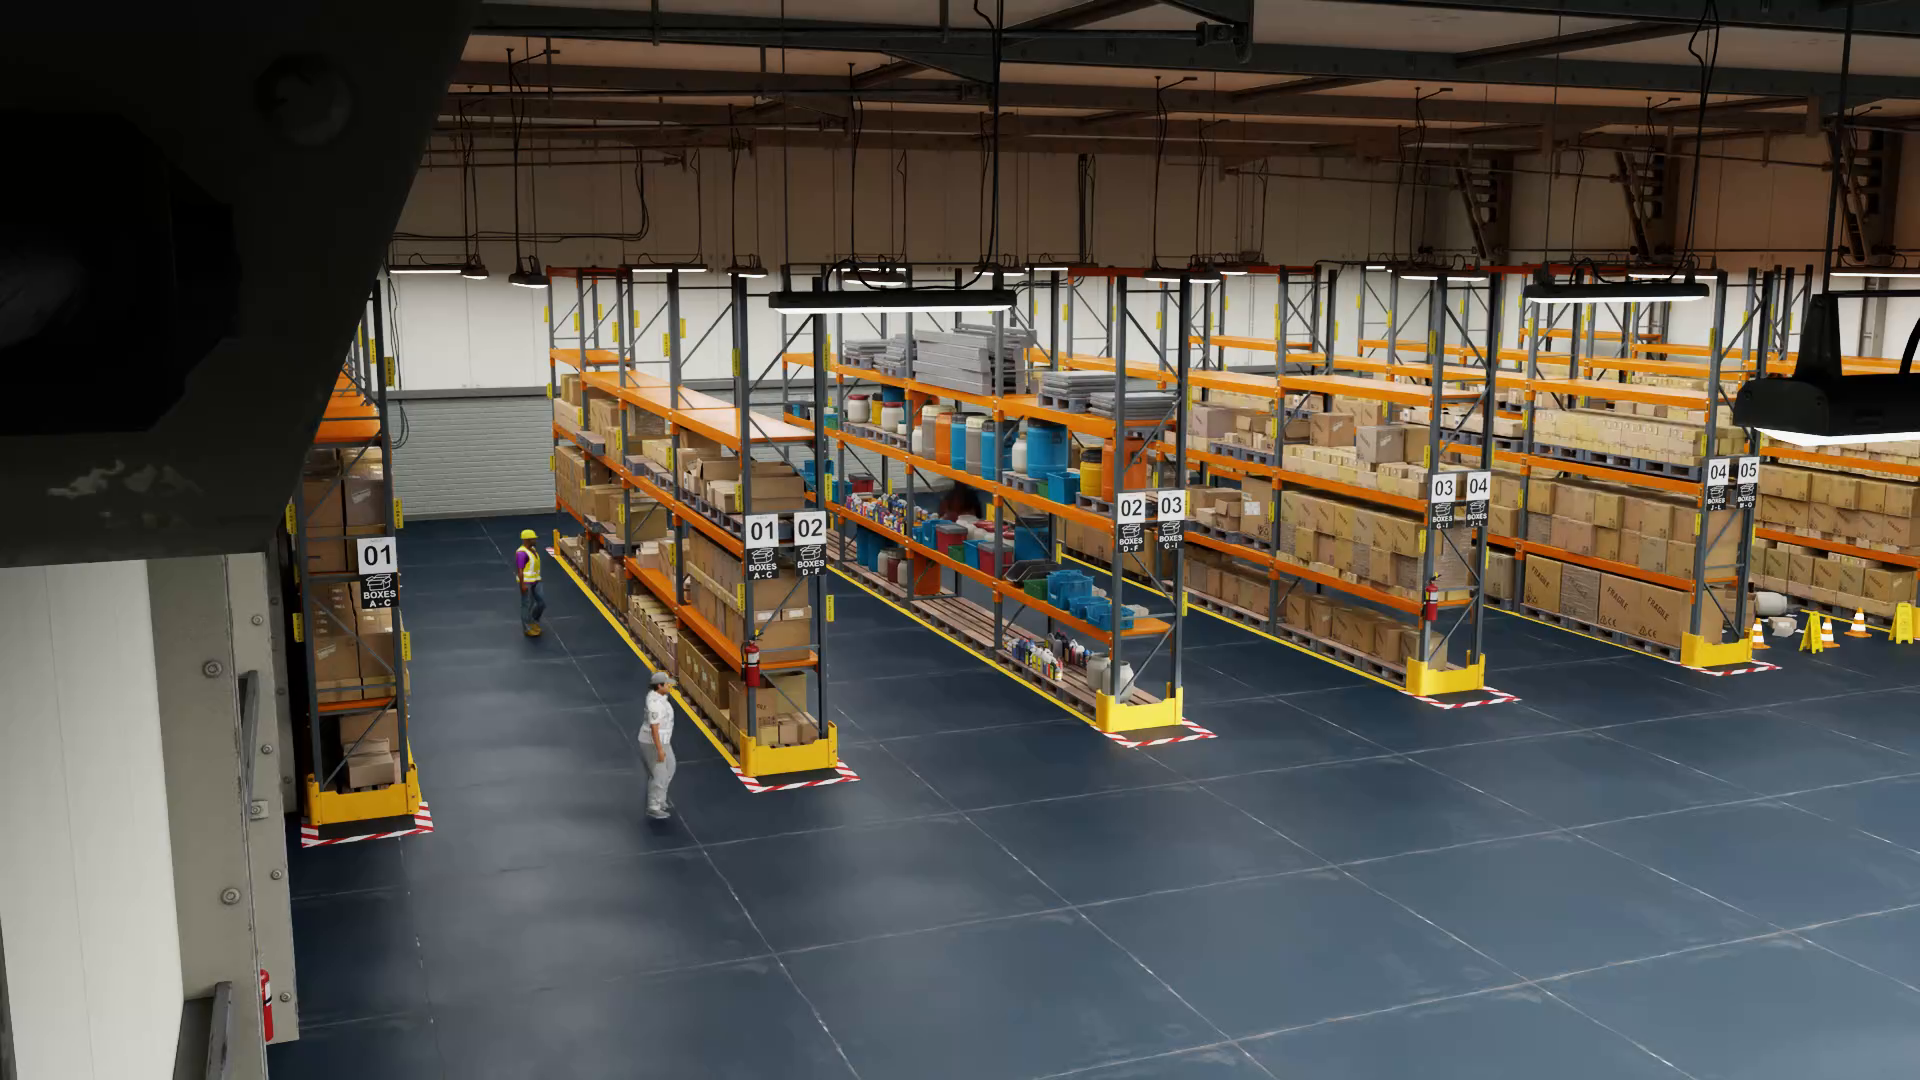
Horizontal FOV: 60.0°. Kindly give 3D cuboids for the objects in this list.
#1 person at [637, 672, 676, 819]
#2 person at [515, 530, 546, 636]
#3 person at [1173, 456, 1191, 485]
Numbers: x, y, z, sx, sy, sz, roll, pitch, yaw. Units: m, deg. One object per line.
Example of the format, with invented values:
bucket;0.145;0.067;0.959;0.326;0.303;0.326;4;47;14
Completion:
person;-3.408;2.324;18.766;0.448;1.713;0.614;-1;10;-4
person;-7.139;0.706;27.565;0.434;1.776;0.612;5;11;25
person;4.970;-1.061;37.891;0.529;1.776;0.947;-4;11;-20
